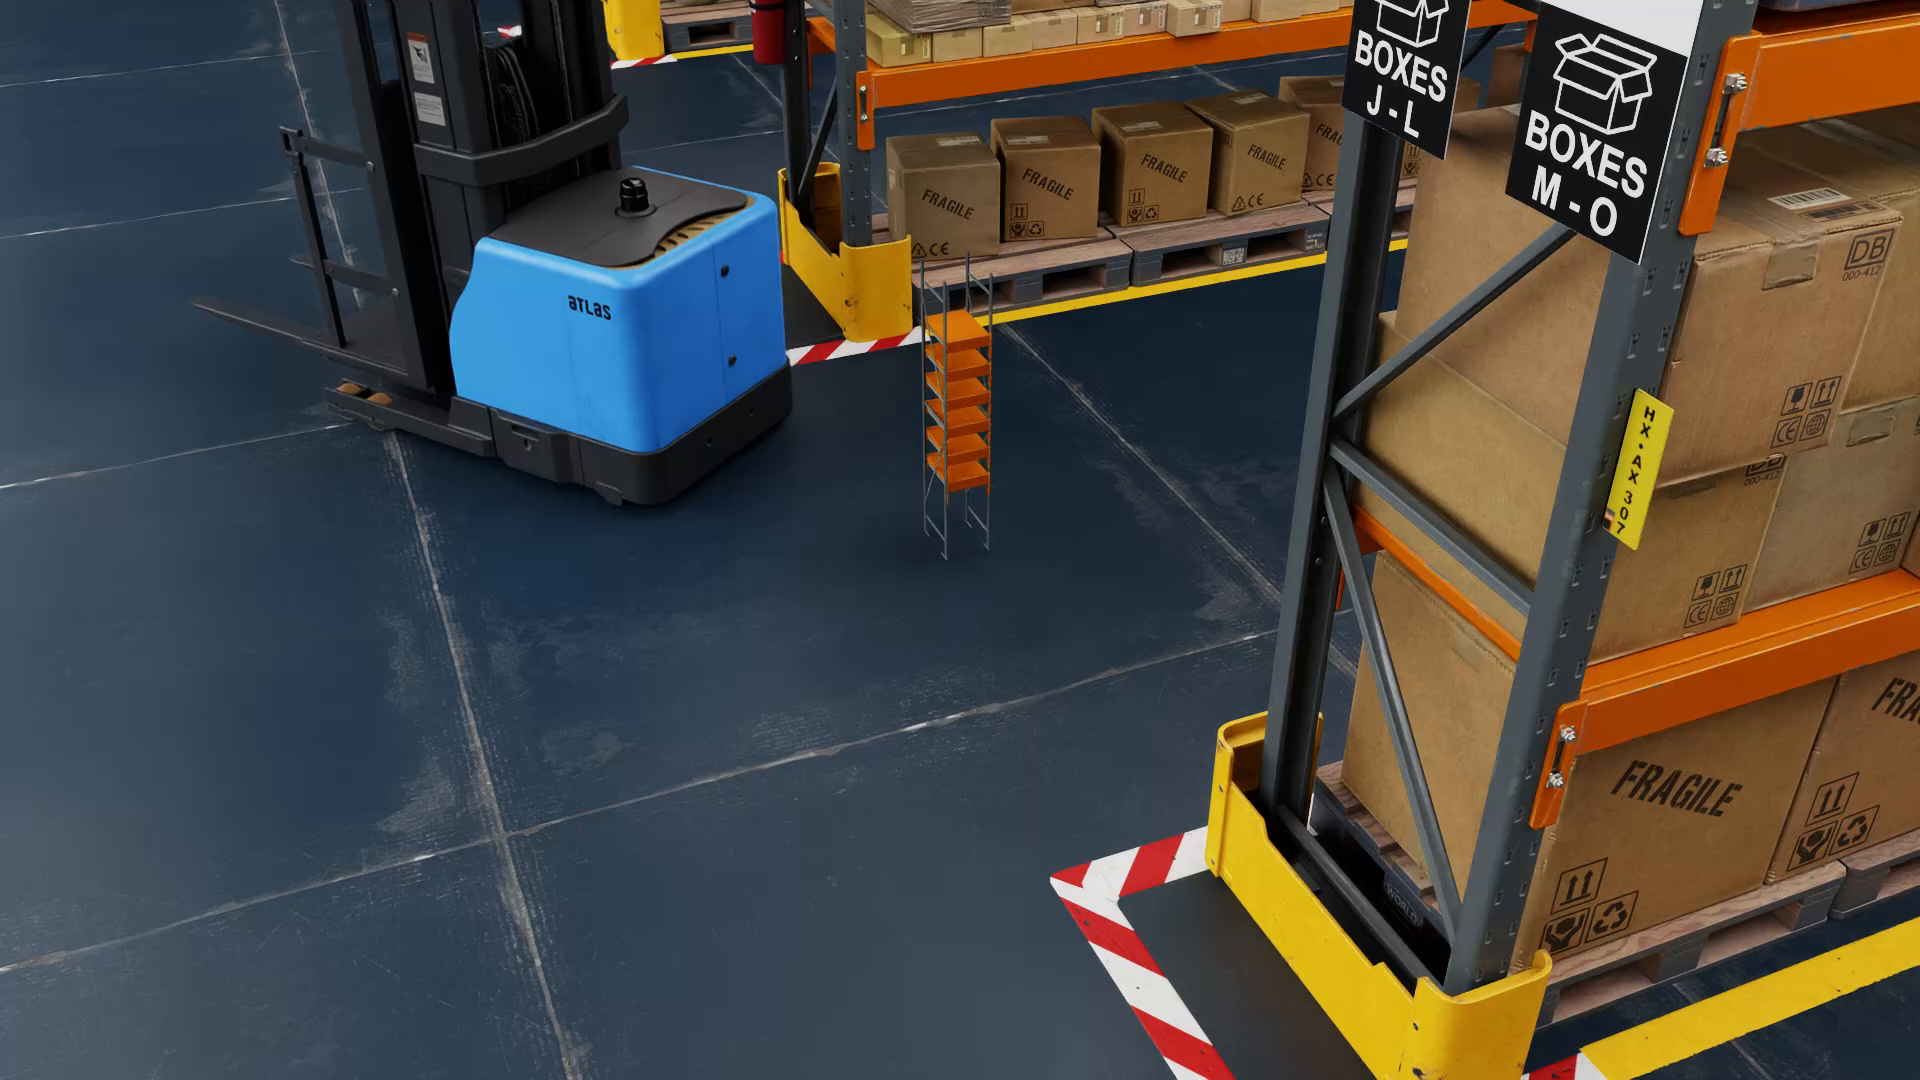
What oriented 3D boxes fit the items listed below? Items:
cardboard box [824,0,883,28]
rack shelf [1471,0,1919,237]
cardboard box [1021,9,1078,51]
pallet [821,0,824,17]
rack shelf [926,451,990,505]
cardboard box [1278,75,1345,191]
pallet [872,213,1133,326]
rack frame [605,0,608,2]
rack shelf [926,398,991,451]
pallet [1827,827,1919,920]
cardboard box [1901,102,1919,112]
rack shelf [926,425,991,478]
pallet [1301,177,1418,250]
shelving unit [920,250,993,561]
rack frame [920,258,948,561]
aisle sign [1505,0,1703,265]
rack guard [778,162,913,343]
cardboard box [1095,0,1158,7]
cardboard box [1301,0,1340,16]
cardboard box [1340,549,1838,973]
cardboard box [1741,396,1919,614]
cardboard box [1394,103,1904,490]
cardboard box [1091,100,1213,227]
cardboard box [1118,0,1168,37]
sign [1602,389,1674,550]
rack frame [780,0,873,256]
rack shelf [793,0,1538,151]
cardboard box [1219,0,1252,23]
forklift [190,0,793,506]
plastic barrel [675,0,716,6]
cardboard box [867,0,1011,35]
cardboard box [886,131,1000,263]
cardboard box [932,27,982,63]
[{"bbox_3d":[-0.491,-2.598,8.223,0.250,0.149,0.380,-13,35,-19],"label":"cardboard box"},{"bbox_3d":[2.997,-1.402,4.064,4.000,0.370,1.077,-13,35,-19],"label":"rack shelf"},{"bbox_3d":[0.378,-2.526,8.112,0.250,0.149,0.380,-13,35,-19],"label":"cardboard box"},{"bbox_3d":[-0.665,-4.325,13.204,1.213,0.211,1.003,-13,35,-19],"label":"pallet"},{"bbox_3d":[-0.013,-0.261,6.573,0.180,0.103,0.258,-13,35,-19],"label":"rack shelf"},{"bbox_3d":[2.105,-2.323,9.477,0.500,0.500,0.500,-2,33,-4],"label":"cardboard box"},{"bbox_3d":[0.159,-1.540,8.924,1.213,0.211,1.003,-13,35,-19],"label":"pallet"},{"bbox_3d":[-2.591,-5.030,11.730,0.127,3.000,1.000,-13,35,-19],"label":"rack frame"},{"bbox_3d":[-0.013,-0.463,6.442,0.180,0.103,0.258,-13,35,-19],"label":"rack shelf"},{"bbox_3d":[2.984,0.681,5.510,1.213,0.211,1.003,-13,35,-19],"label":"pallet"},{"bbox_3d":[2.551,-0.811,4.118,0.550,0.550,0.875,-13,35,-19],"label":"cardboard box"},{"bbox_3d":[-0.013,-0.362,6.508,0.180,0.103,0.258,-13,35,-19],"label":"rack shelf"},{"bbox_3d":[2.409,-2.056,9.716,1.213,0.211,1.003,-13,35,-19],"label":"pallet"},{"bbox_3d":[-0.013,-0.500,6.418,0.189,1.200,0.258,-13,35,-19],"label":"shelving unit"},{"bbox_3d":[-0.098,-0.481,6.388,0.006,1.200,0.240,-13,35,-19],"label":"rack frame"},{"bbox_3d":[1.204,-0.948,3.073,0.004,0.787,0.394,-13,35,-19],"label":"aisle sign"},{"bbox_3d":[-0.603,-1.508,8.609,0.348,0.500,1.175,-13,35,-19],"label":"rack guard"},{"bbox_3d":[0.737,-3.058,8.335,0.500,0.500,0.875,-13,35,-19],"label":"cardboard box"},{"bbox_3d":[1.758,-2.846,8.605,0.250,0.149,0.380,-13,35,-19],"label":"cardboard box"},{"bbox_3d":[1.753,0.514,4.773,0.875,0.875,0.875,-13,35,-19],"label":"cardboard box"},{"bbox_3d":[1.977,-0.315,4.346,0.550,0.550,0.875,-13,35,-19],"label":"cardboard box"},{"bbox_3d":[1.511,-0.598,3.792,0.550,0.550,0.875,-13,35,-19],"label":"cardboard box"},{"bbox_3d":[1.031,-2.057,9.068,0.500,0.500,0.500,-10,34,-14],"label":"cardboard box"},{"bbox_3d":[0.831,-2.642,8.290,0.250,0.149,0.380,-13,35,-19],"label":"cardboard box"},{"bbox_3d":[1.363,-0.140,3.348,0.005,0.325,0.100,-13,35,-19],"label":"sign"},{"bbox_3d":[-0.674,-2.539,7.903,0.127,3.000,1.000,-13,35,-19],"label":"rack frame"},{"bbox_3d":[1.171,-2.660,8.748,4.000,0.370,1.077,-13,35,-19],"label":"rack shelf"},{"bbox_3d":[1.281,-2.762,8.475,0.250,0.149,0.380,-13,35,-19],"label":"cardboard box"},{"bbox_3d":[-2.291,-1.952,7.062,3.031,2.935,1.130,18,37,25],"label":"forklift"},{"bbox_3d":[-2.014,-4.341,12.567,0.421,0.512,0.421,0,33,0],"label":"plastic barrel"},{"bbox_3d":[-0.156,-2.808,7.951,0.500,0.500,0.875,-13,35,-19],"label":"cardboard box"},{"bbox_3d":[-0.091,-1.791,8.659,0.500,0.500,0.500,-7,34,-10],"label":"cardboard box"},{"bbox_3d":[-0.081,-2.418,7.946,0.250,0.149,0.380,-13,35,-19],"label":"cardboard box"}]
